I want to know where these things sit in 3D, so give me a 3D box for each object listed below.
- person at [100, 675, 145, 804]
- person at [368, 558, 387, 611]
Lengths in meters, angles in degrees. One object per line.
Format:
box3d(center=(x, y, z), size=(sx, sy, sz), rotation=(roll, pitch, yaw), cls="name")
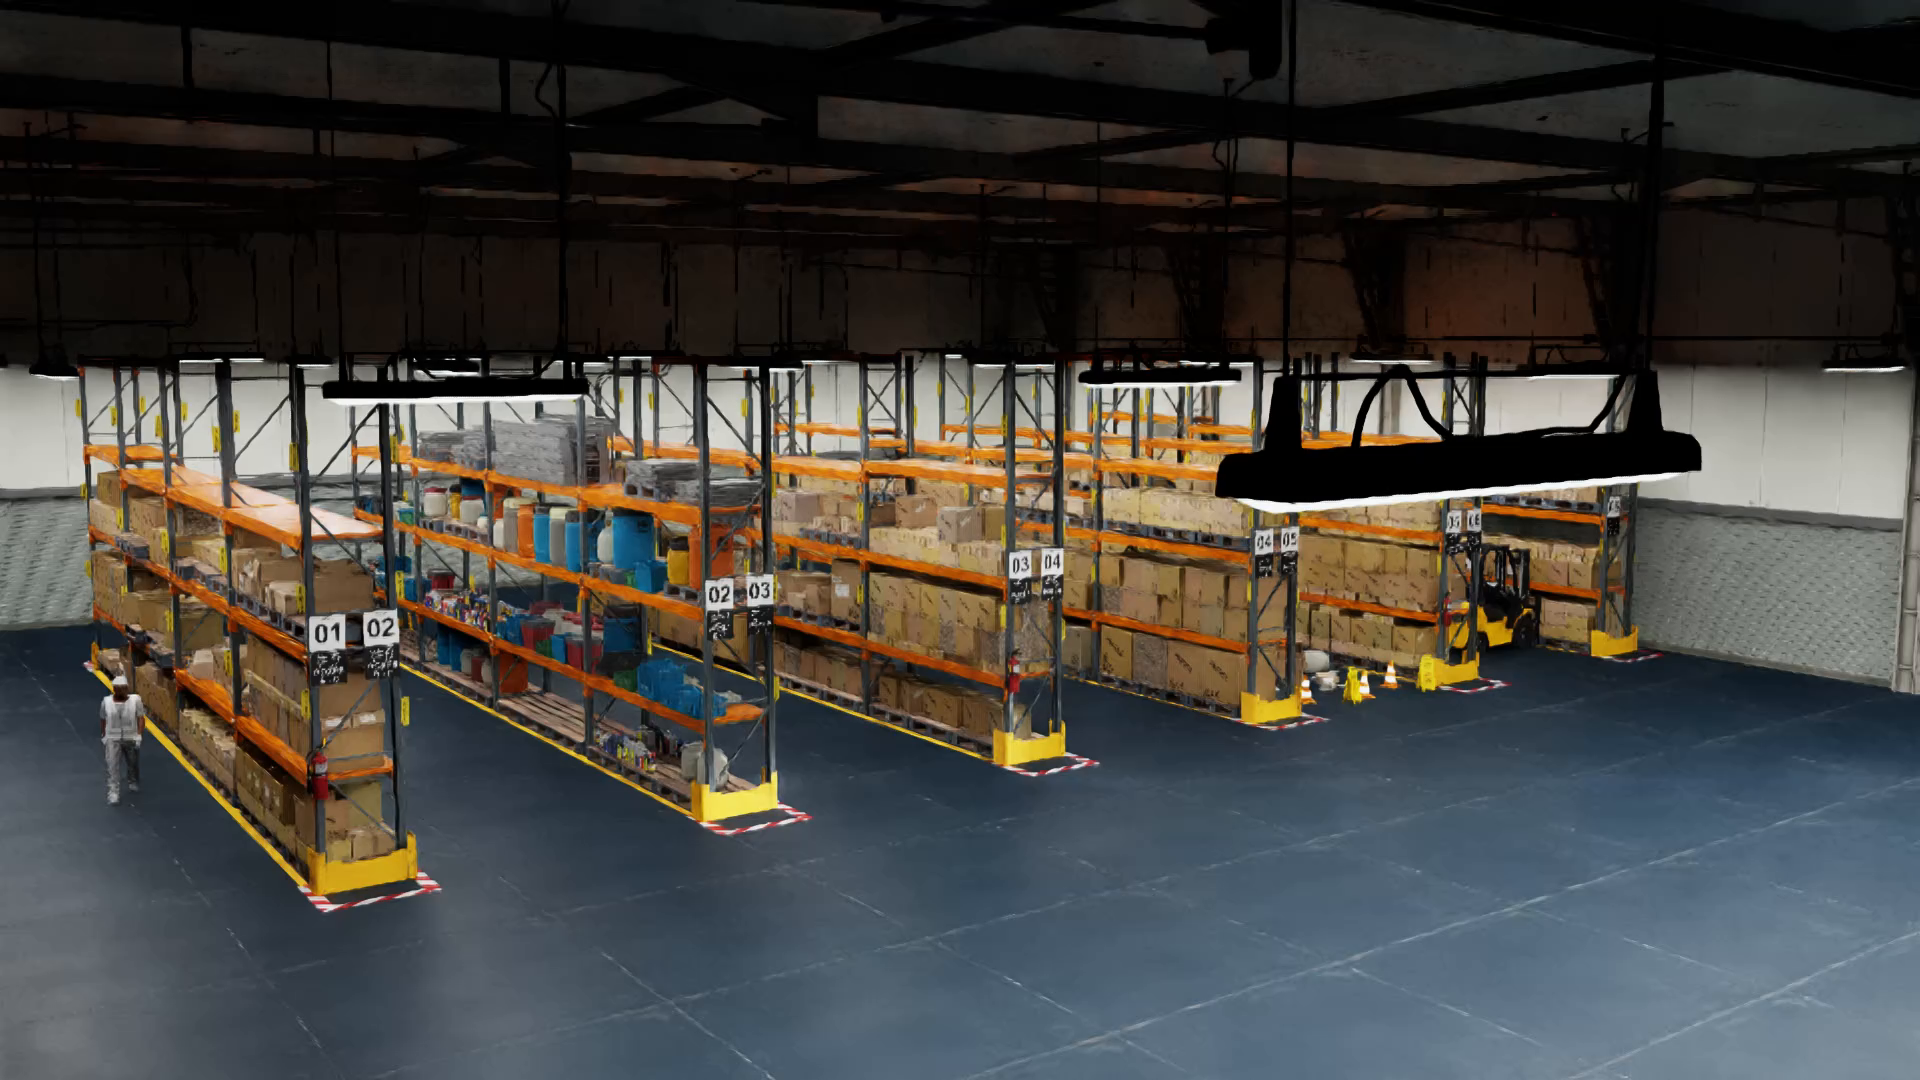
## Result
box3d(center=(-11.471, 2.706, 22.808), size=(0.553, 1.724, 1.036), rotation=(-3, 8, -26), cls="person")
box3d(center=(-11.947, 1.180, 34.137), size=(0.537, 1.657, 0.424), rotation=(1, 7, 7), cls="person")
